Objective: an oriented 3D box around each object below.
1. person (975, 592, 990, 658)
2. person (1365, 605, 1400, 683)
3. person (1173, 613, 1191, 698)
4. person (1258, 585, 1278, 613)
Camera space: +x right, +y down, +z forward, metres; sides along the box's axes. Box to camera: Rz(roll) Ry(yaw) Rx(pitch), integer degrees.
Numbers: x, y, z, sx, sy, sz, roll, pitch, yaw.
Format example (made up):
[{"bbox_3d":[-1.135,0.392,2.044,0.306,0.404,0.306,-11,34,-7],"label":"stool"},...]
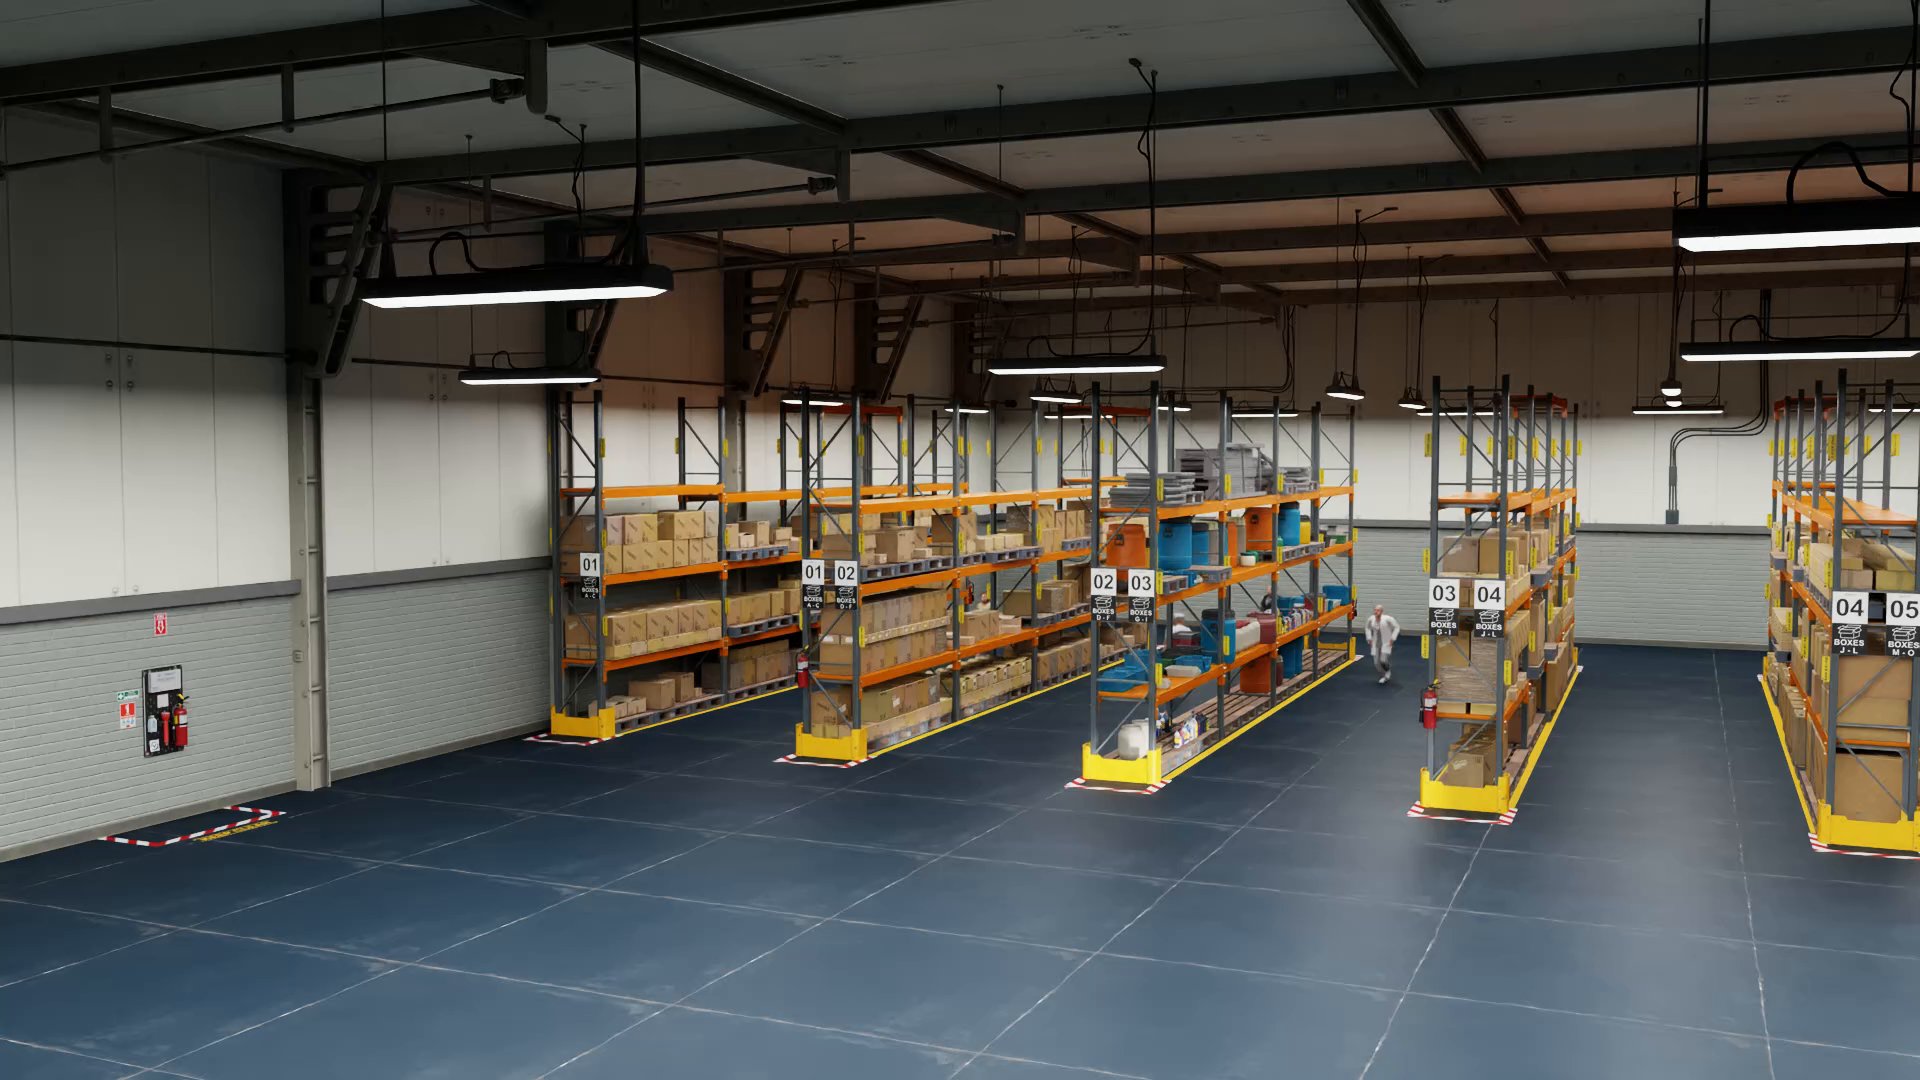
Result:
[{"bbox_3d":[0.584,2.027,39.070,0.458,1.604,1.084,1,3,13],"label":"person"},{"bbox_3d":[9.005,2.213,35.419,0.753,1.685,0.645,2,4,32],"label":"person"},{"bbox_3d":[4.388,2.312,33.344,0.526,1.691,1.056,0,3,4],"label":"person"},{"bbox_3d":[7.504,1.936,40.318,1.057,1.678,0.565,-3,4,-42],"label":"person"}]
